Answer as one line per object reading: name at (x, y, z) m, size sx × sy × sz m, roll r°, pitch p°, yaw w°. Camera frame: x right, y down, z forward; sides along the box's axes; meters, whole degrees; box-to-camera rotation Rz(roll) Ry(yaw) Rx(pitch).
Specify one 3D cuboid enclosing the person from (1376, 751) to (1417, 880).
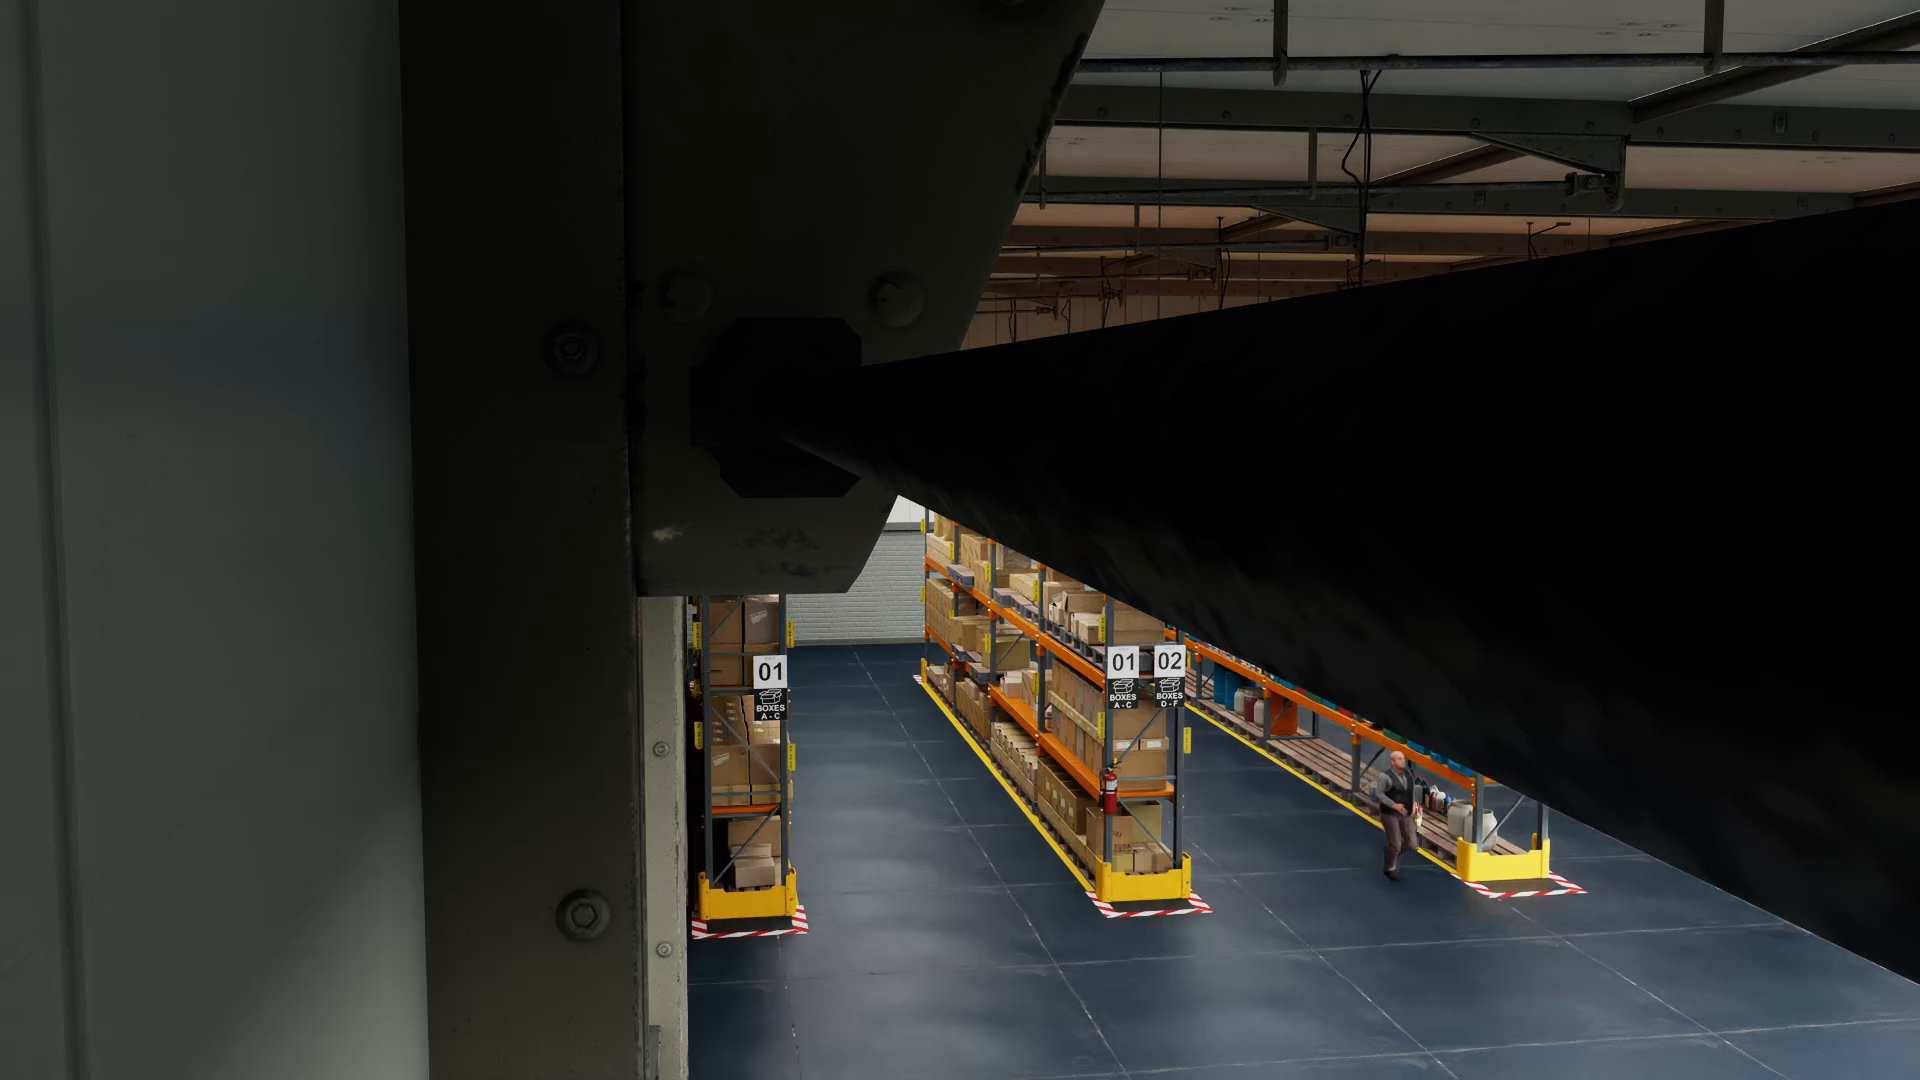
person at (5.724, 3.585, 21.676) m, size 0.689 × 1.685 × 0.592 m, roll -2°, pitch 6°, yaw -25°
